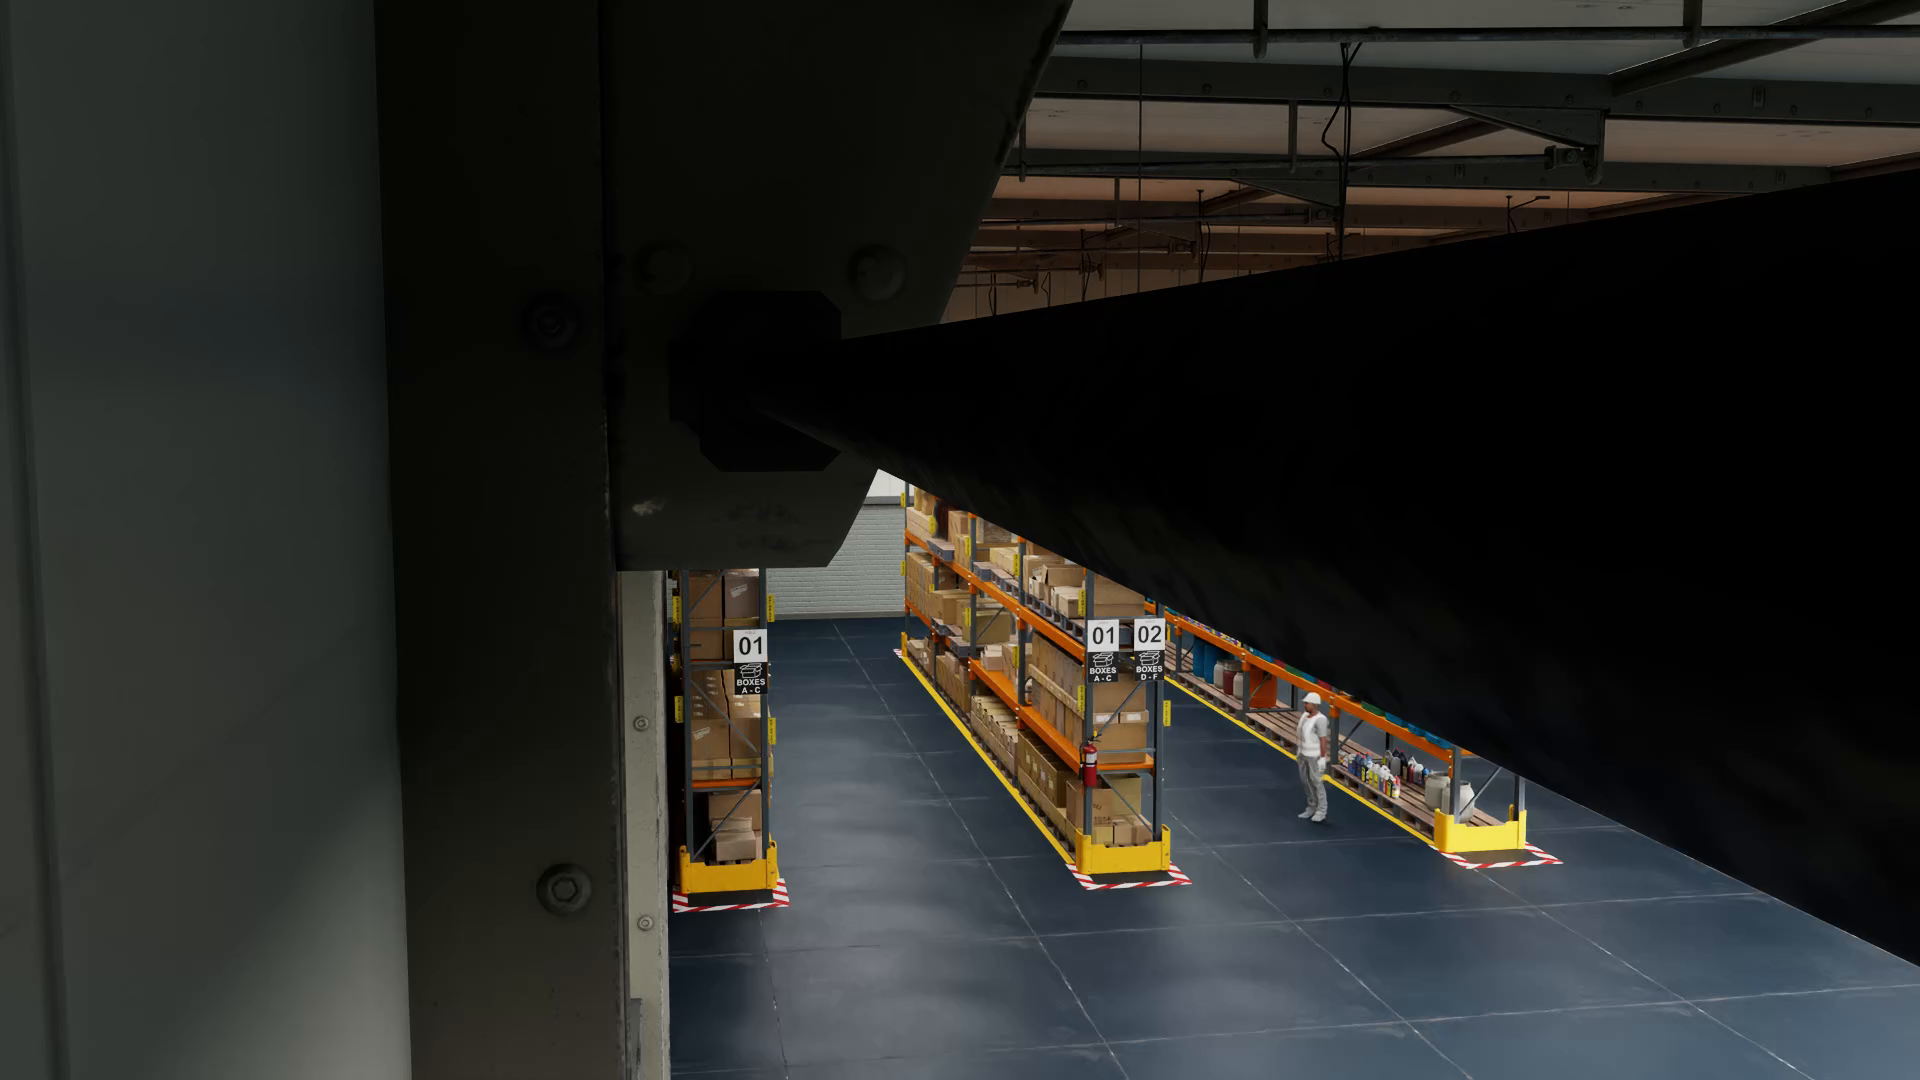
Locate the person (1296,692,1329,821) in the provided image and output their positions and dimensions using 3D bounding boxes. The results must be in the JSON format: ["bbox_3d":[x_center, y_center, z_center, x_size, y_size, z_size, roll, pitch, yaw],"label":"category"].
[{"bbox_3d":[4.935,3.037,23.276,0.363,1.823,0.657,-2,6,-18],"label":"person"}]

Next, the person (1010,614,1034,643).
[{"bbox_3d":[1.248,2.030,33.465,0.487,1.633,0.982,-1,6,-10],"label":"person"}]
